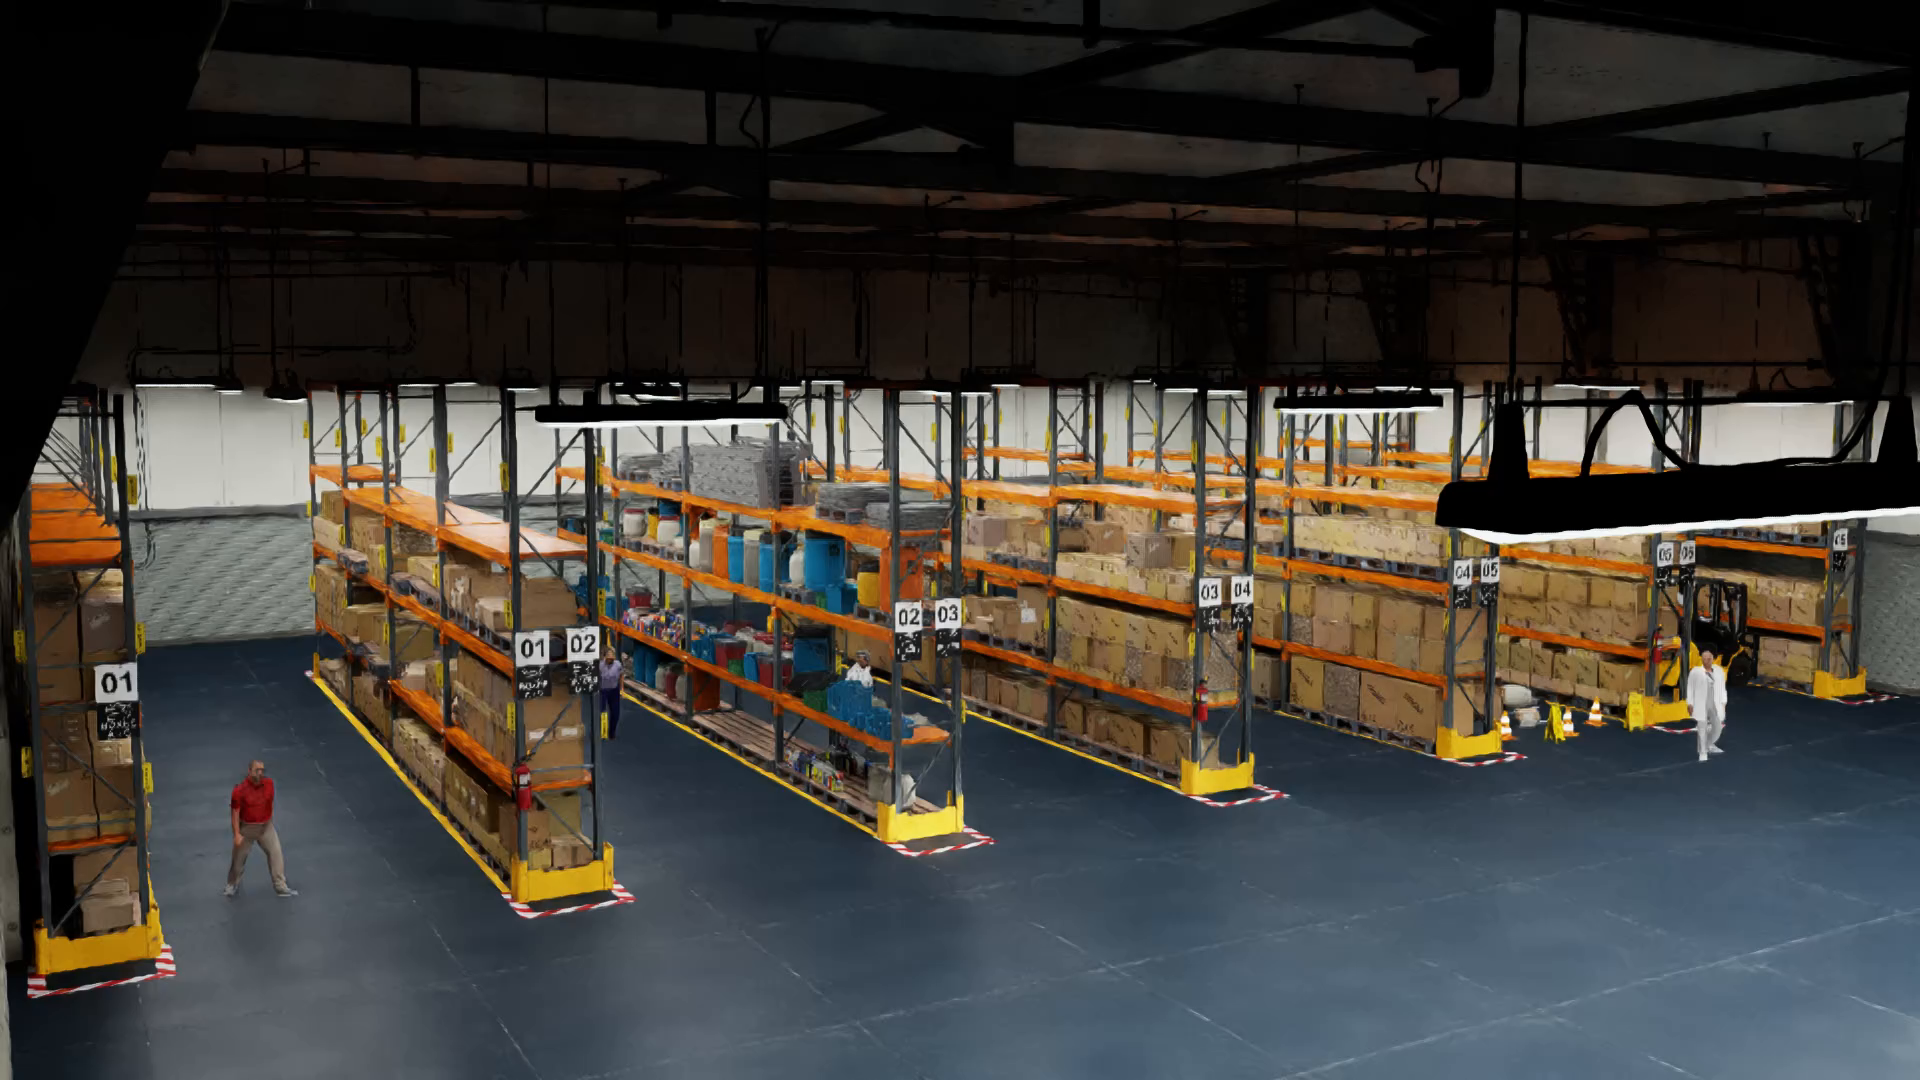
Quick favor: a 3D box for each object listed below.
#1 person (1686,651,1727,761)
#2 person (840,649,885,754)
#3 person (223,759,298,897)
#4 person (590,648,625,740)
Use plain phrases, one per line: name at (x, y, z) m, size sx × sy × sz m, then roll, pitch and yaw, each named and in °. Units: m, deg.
person at (11.954, 2.624, 26.644) m, size 0.616 × 1.768 × 0.604 m, roll 1°, pitch 6°, yaw 6°
person at (-1.624, 2.602, 26.959) m, size 0.699 × 1.726 × 0.674 m, roll 5°, pitch 8°, yaw 40°
person at (-8.339, 3.410, 19.686) m, size 0.973 × 1.679 × 0.586 m, roll 5°, pitch 8°, yaw 38°
person at (-5.935, 2.580, 27.925) m, size 0.625 × 1.596 × 0.502 m, roll -4°, pitch 7°, yaw -31°
